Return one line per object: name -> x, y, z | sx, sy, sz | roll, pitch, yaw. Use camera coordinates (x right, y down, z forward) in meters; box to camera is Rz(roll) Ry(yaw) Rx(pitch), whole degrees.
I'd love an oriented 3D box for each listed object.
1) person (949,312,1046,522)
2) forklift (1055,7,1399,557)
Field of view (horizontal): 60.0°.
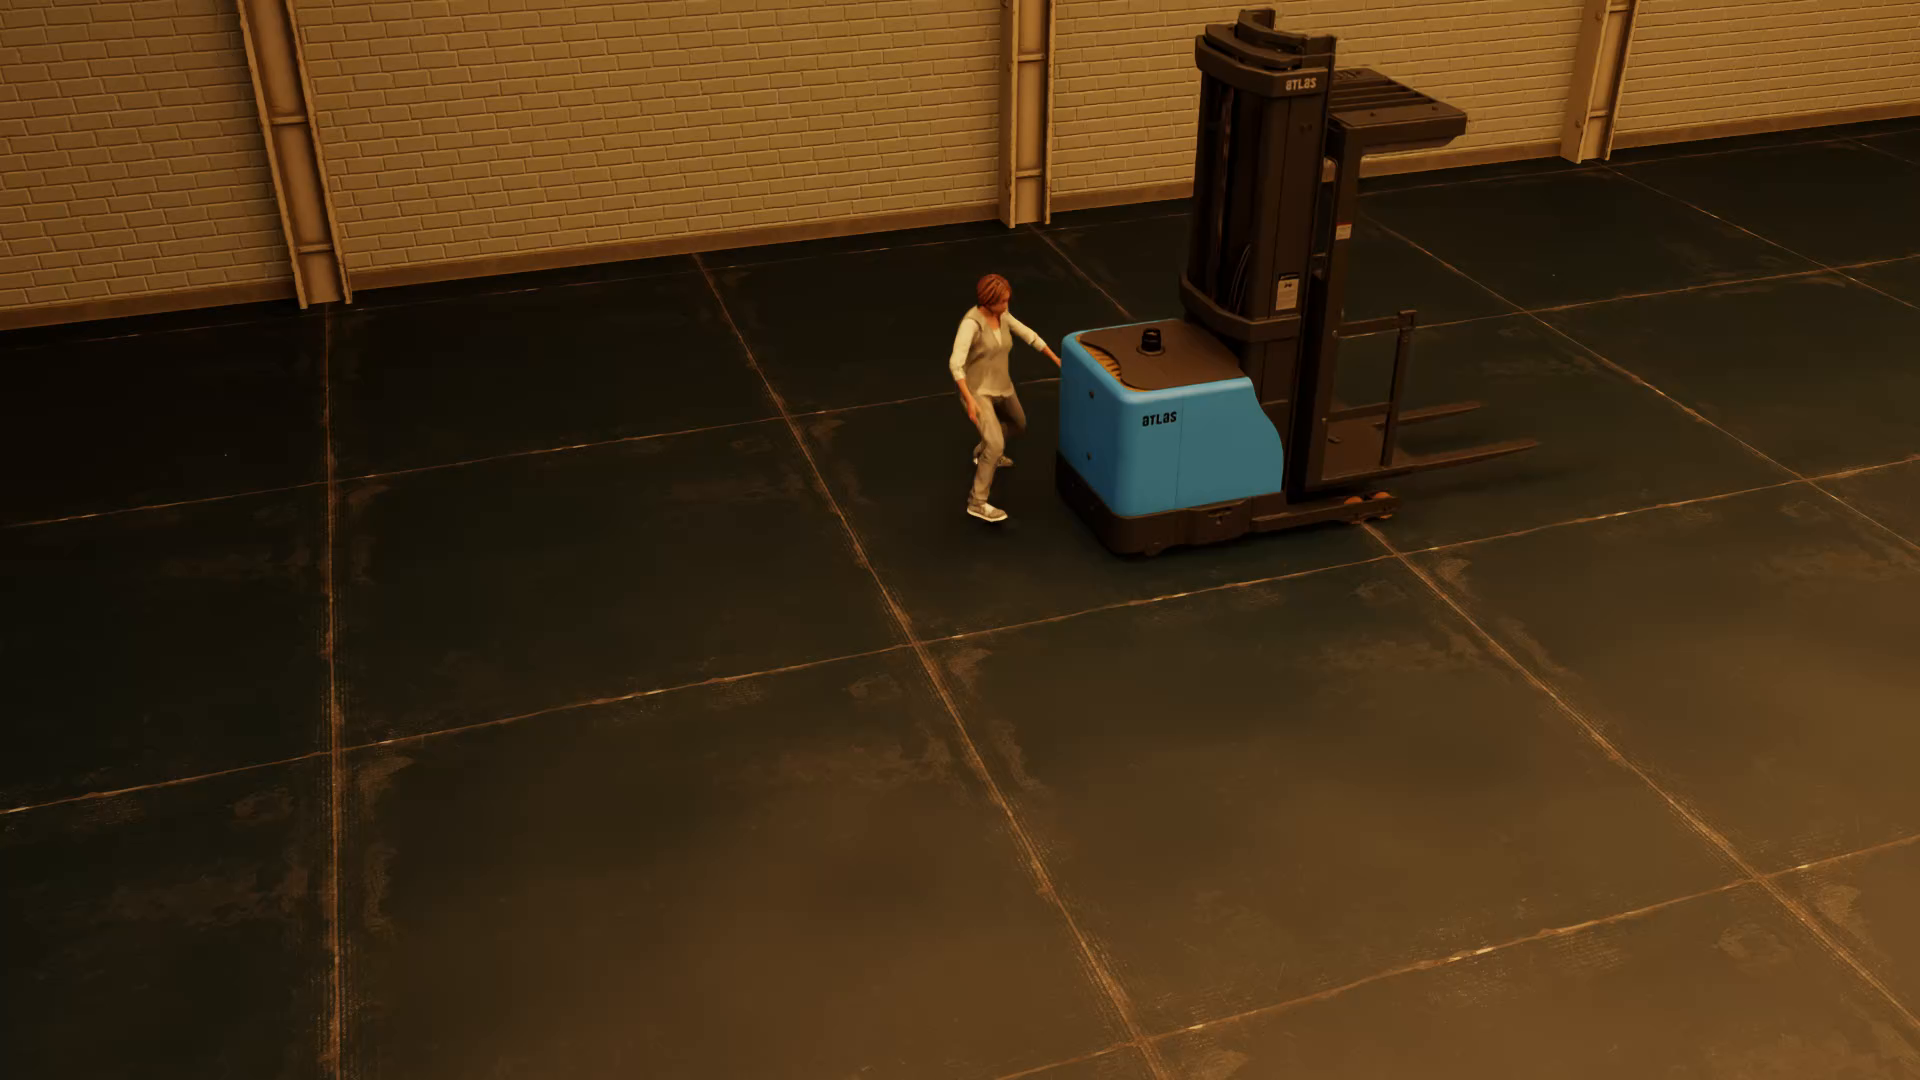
person -> 0.223, -0.815, 10.240 | 0.730, 1.245, 0.792 | 25, 38, 36
forklift -> 2.174, -1.605, 9.877 | 3.031, 2.935, 1.130 | -10, 31, -16
